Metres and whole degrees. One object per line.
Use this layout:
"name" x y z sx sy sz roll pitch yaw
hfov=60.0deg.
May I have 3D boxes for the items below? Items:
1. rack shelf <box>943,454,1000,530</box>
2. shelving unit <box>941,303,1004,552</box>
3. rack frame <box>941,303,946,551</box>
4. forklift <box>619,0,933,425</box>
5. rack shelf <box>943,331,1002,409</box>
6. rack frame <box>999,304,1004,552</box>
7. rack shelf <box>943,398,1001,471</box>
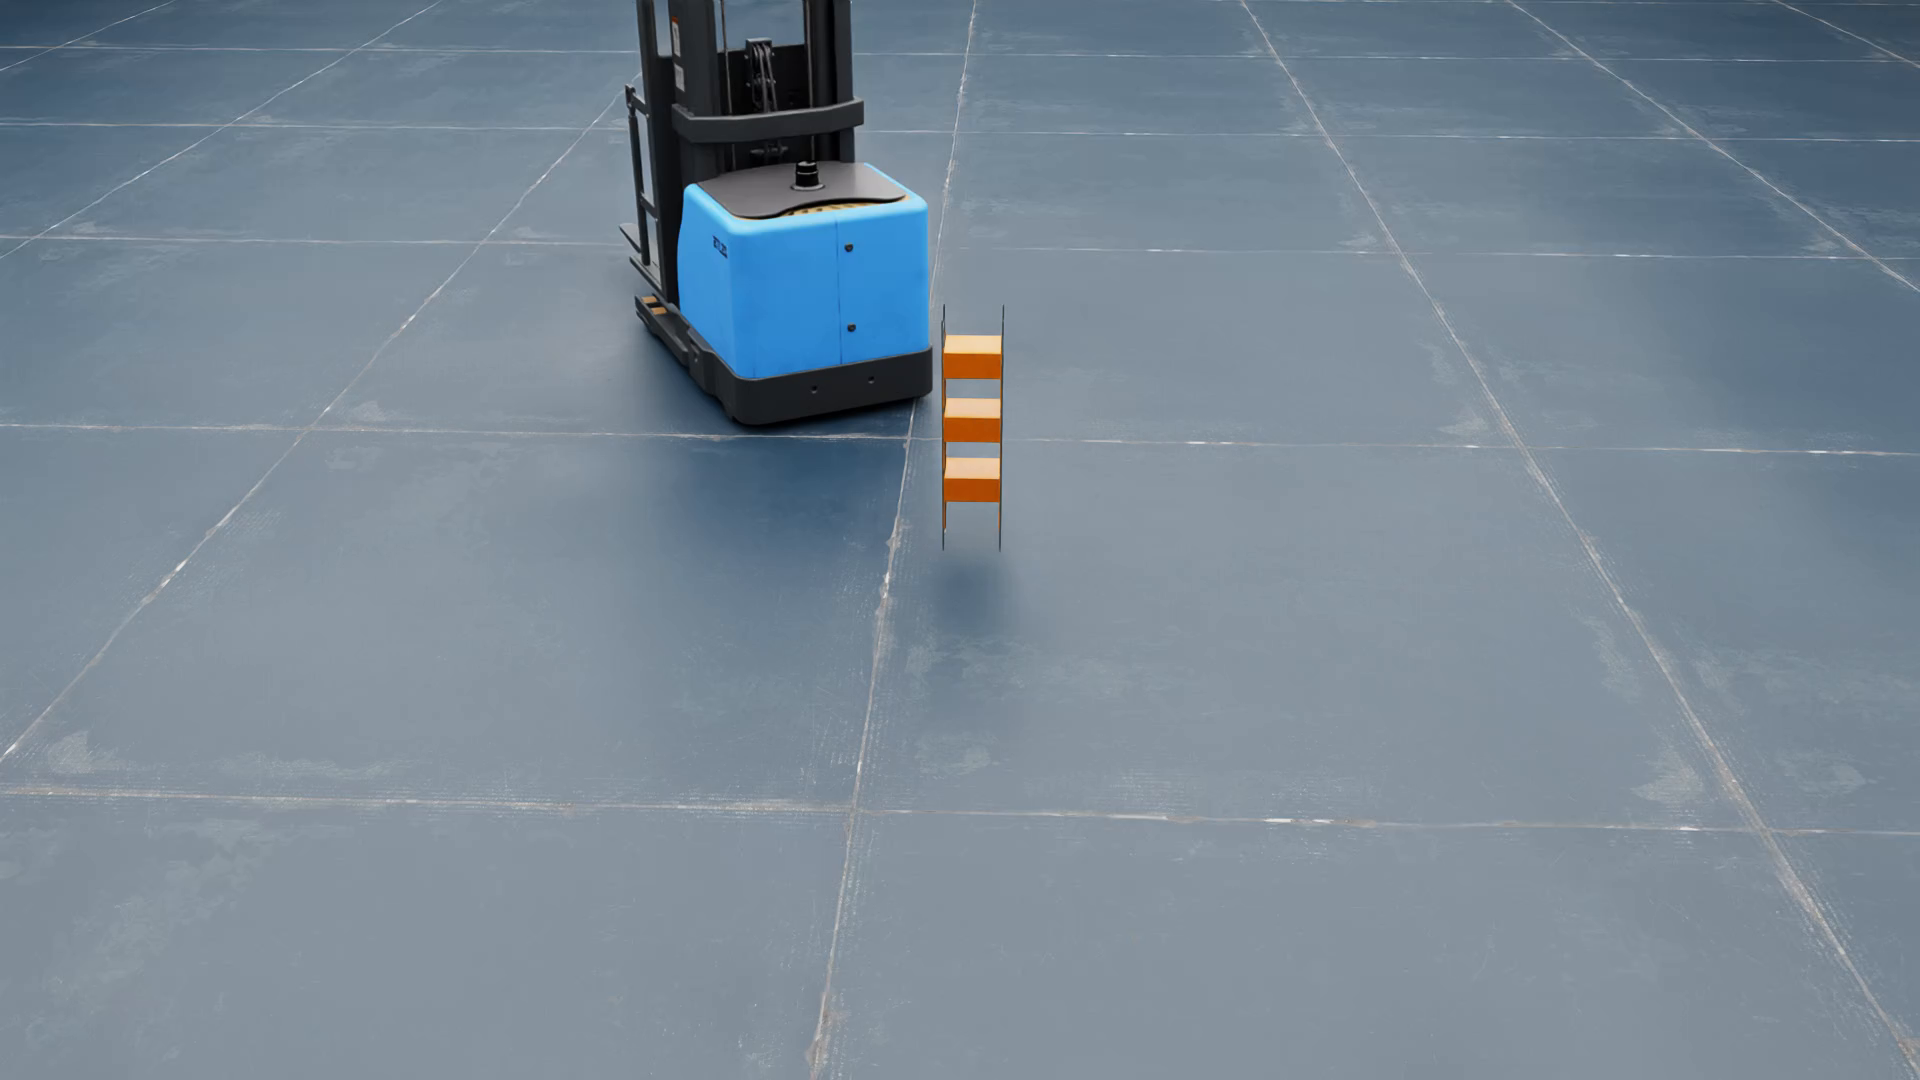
"rack shelf" 0.053 -0.208 7.138 0.240 0.259 0.215 1 28 2
"shelving unit" 0.053 -0.463 7.002 0.252 1.050 0.215 1 28 2
"rack frame" -0.068 -0.465 7.006 0.008 1.050 0.200 1 28 2
"forklift" -1.218 -2.526 8.886 1.130 2.935 3.031 -12 30 -22
"rack shelf" 0.053 -0.704 6.874 0.240 0.259 0.215 1 28 2
"rack frame" 0.175 -0.461 6.999 0.008 1.050 0.200 1 28 2
"rack shelf" 0.053 -0.454 7.007 0.240 0.259 0.215 1 28 2
